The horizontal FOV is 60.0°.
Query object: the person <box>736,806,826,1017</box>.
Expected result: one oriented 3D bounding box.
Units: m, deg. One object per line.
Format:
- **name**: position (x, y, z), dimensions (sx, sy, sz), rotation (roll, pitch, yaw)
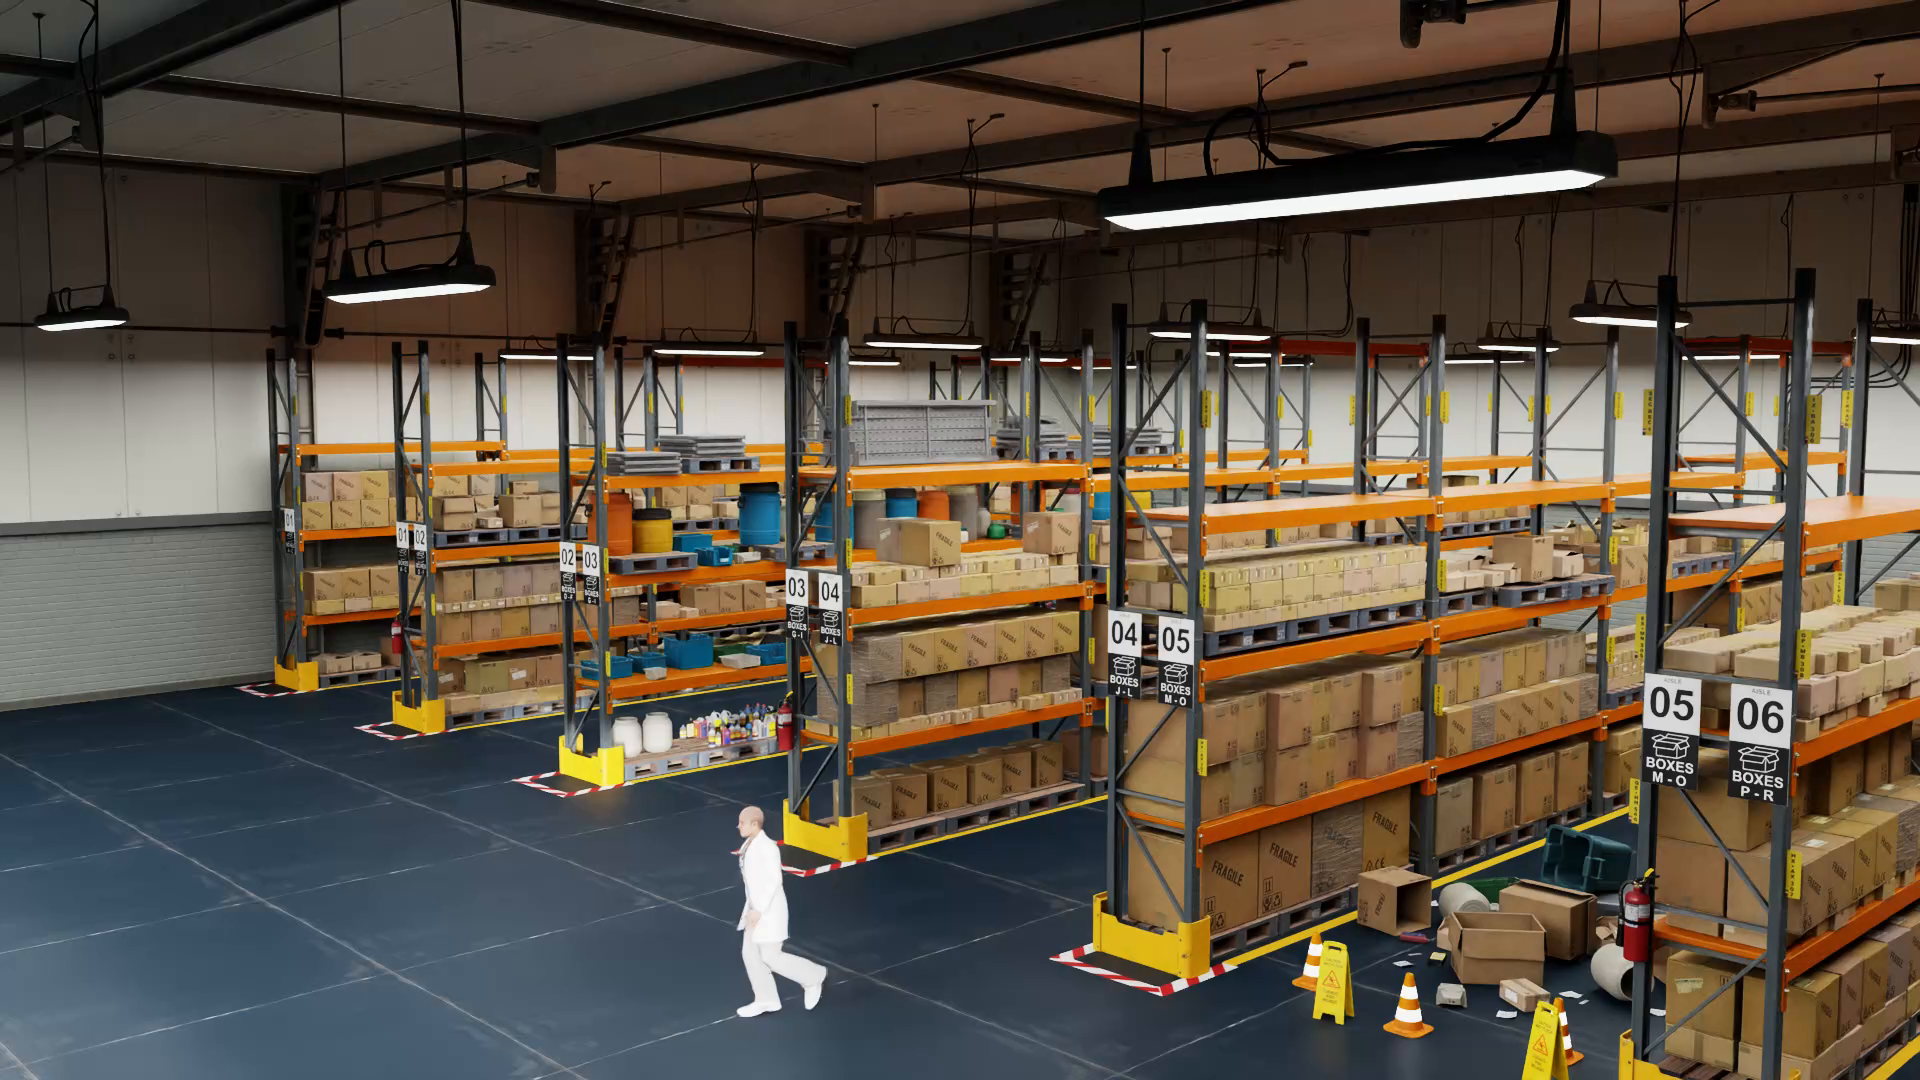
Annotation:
- **person**: position (-1.524, 3.116, 13.981), dimensions (0.750, 1.703, 0.641), rotation (-2, 6, -26)
